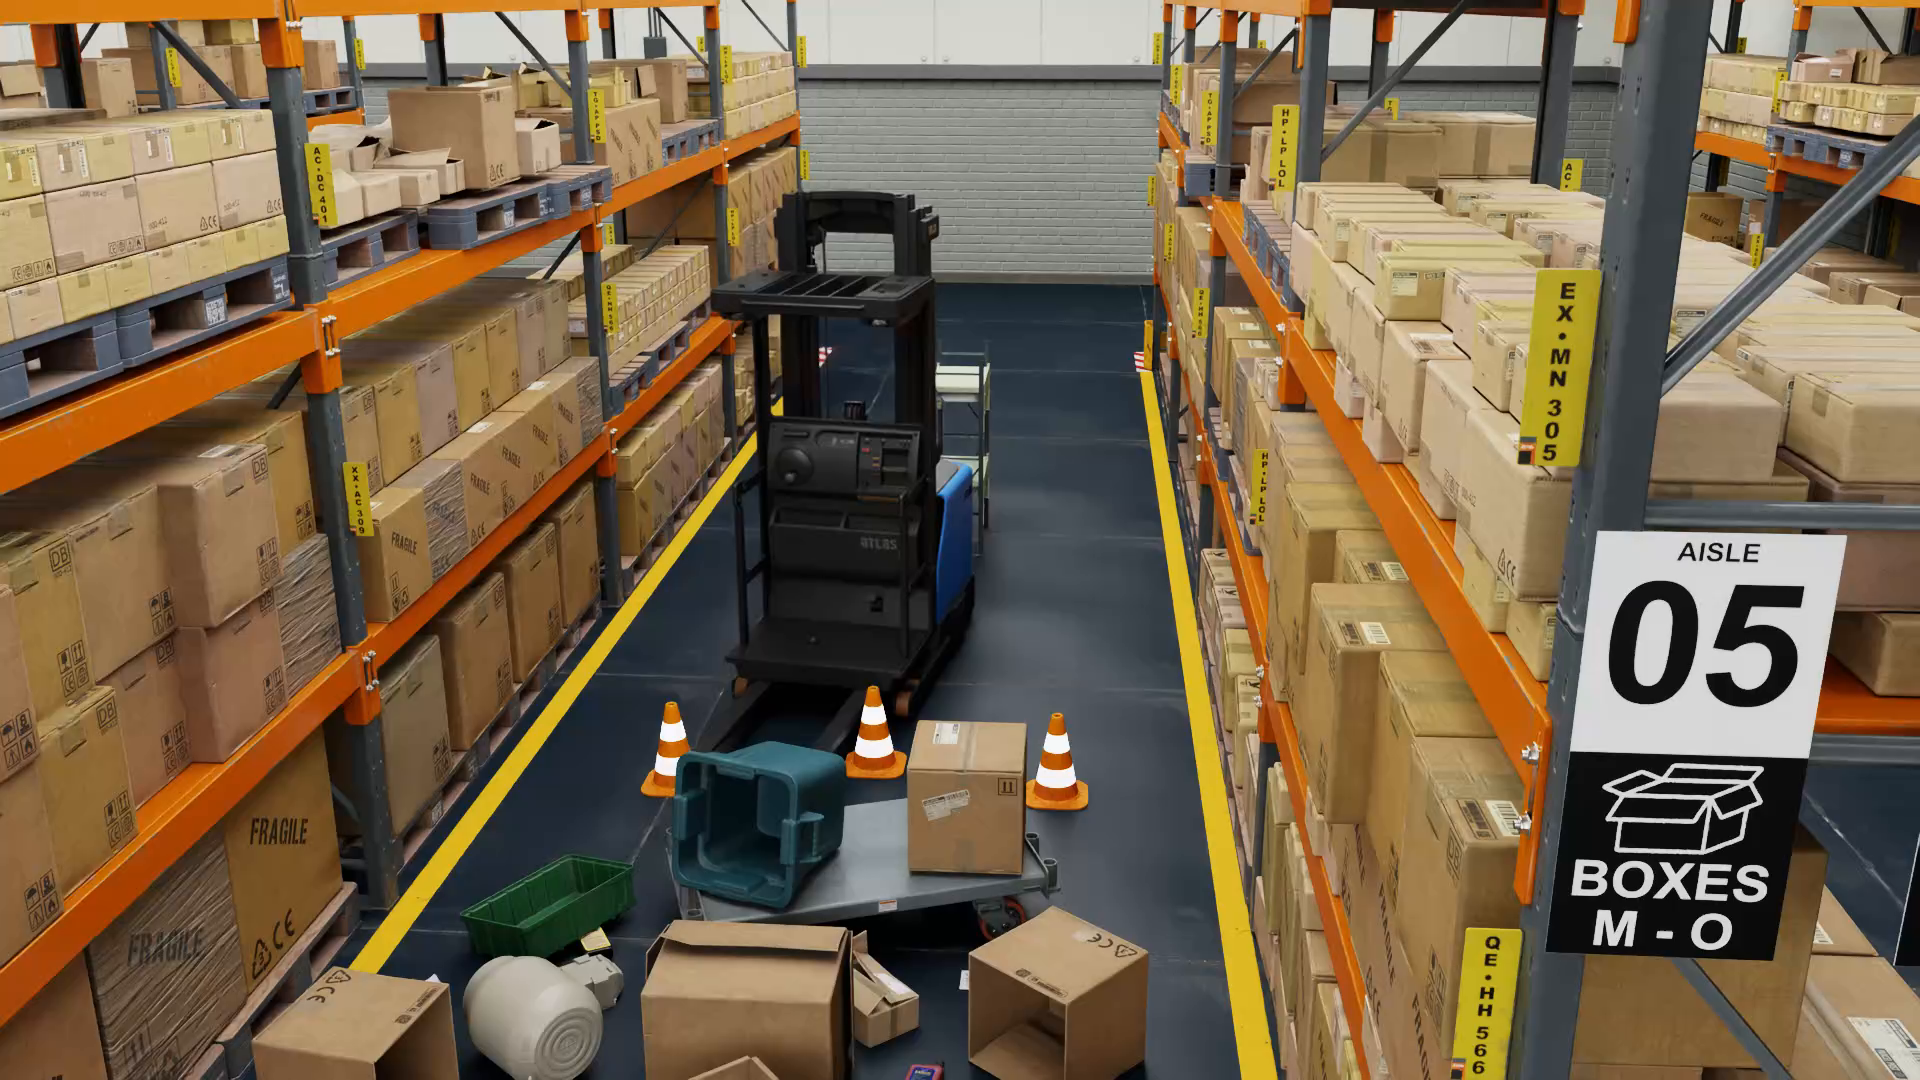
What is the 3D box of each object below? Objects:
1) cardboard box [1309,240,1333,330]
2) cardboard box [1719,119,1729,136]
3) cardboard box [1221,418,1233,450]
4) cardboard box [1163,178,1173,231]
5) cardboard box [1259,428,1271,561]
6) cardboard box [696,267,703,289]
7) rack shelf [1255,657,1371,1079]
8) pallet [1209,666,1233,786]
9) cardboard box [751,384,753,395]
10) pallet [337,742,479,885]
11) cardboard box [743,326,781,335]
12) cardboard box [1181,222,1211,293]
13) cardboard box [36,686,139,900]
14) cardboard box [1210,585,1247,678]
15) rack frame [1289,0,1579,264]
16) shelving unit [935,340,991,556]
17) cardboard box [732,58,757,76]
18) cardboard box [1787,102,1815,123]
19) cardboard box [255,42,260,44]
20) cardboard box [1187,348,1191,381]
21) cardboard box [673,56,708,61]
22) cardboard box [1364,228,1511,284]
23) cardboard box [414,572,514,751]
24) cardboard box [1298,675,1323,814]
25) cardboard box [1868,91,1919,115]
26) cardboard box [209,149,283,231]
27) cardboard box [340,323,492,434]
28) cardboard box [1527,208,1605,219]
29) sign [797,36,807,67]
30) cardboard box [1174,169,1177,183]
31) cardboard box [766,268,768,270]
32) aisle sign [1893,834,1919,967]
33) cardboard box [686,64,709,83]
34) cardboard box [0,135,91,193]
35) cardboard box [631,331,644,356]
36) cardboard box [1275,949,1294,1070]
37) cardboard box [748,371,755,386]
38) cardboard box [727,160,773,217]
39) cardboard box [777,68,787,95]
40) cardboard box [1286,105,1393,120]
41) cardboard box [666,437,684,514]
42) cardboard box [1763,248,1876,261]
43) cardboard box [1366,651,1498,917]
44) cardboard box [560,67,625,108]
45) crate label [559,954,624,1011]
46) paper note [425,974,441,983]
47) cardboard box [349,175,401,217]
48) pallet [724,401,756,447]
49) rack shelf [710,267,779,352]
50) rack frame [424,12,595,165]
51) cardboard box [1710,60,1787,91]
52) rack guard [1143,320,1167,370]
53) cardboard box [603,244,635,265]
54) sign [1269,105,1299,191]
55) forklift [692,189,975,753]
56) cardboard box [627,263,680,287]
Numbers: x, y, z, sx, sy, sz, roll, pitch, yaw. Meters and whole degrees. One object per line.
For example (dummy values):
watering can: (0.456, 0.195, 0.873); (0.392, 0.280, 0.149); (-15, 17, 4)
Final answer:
cardboard box: (1.484, -0.861, 5.679); (0.500, 0.250, 0.500); (1, 18, 3)
cardboard box: (7.192, -3.774, 15.208); (0.380, 0.149, 0.250); (2, 18, 6)
cardboard box: (1.735, -0.626, 9.746); (0.380, 0.149, 0.250); (1, 18, 4)
cardboard box: (2.264, -3.288, 16.373); (0.500, 0.500, 0.500); (1, 18, 4)
cardboard box: (1.621, -0.194, 7.384); (0.500, 0.500, 0.500); (1, 18, 3)
cardboard box: (-2.404, -2.232, 14.169); (0.380, 0.149, 0.250); (1, 18, 4)
rack shelf: (1.673, 1.307, 5.274); (1.077, 0.370, 4.000); (1, 18, 4)
pallet: (1.956, 1.047, 9.389); (1.003, 0.211, 1.213); (1, 18, 4)
cardboard box: (-2.270, -1.496, 16.576); (0.380, 0.149, 0.250); (1, 18, 2)
pallet: (-3.148, 1.348, 8.470); (1.003, 0.211, 1.213); (1, 18, 4)
cardboard box: (-2.102, -2.181, 17.710); (0.380, 0.149, 0.250); (1, 18, 2)
cardboard box: (2.024, -2.219, 13.112); (0.500, 0.500, 0.500); (1, 18, 3)
cardboard box: (-3.254, 0.811, 5.389); (0.875, 0.550, 0.500); (1, 18, 4)
cardboard box: (2.008, 0.555, 9.958); (0.950, 0.372, 0.625); (1, 18, 3)
rack frame: (1.817, -2.507, 6.123); (1.000, 3.000, 0.127); (1, 18, 4)
shelving unit: (0.000, -0.711, 12.683); (0.431, 1.500, 0.755); (1, 18, 4)
cardboard box: (-2.150, -4.494, 15.800); (0.380, 0.149, 0.250); (2, 18, 7)
cardboard box: (6.870, -3.421, 13.298); (0.380, 0.149, 0.250); (1, 18, 5)
cardboard box: (-7.341, -4.828, 17.028); (0.700, 0.500, 0.500); (0, 18, 0)
cardboard box: (1.954, -1.305, 12.331); (0.500, 0.250, 0.500); (1, 18, 3)
cardboard box: (-2.659, -4.666, 16.328); (0.380, 0.149, 0.250); (2, 18, 6)
cardboard box: (1.430, -0.845, 4.991); (0.380, 0.149, 0.250); (1, 18, 3)
cardboard box: (-3.100, 0.640, 9.092); (1.050, 0.750, 0.750); (1, 18, 4)
cardboard box: (1.445, 0.597, 5.645); (0.500, 0.500, 0.500); (1, 18, 3)
cardboard box: (6.831, -3.163, 12.033); (0.380, 0.149, 0.250); (1, 18, 4)
cardboard box: (-2.907, -1.320, 6.244); (0.500, 0.250, 0.500); (1, 18, 3)
cardboard box: (-2.989, -0.886, 9.044); (0.700, 0.500, 0.500); (1, 18, 3)
cardboard box: (2.074, -0.993, 5.443); (0.380, 0.149, 0.250); (2, 18, 6)
sign: (-1.716, -5.290, 18.011); (0.100, 0.325, 0.005); (1, 18, 4)
cardboard box: (2.249, -3.470, 15.889); (0.380, 0.149, 0.250); (1, 18, 3)
cardboard box: (-2.189, -2.837, 17.169); (0.380, 0.149, 0.250); (1, 18, 2)
aisle sign: (1.835, 0.377, 2.781); (0.394, 0.787, 0.004); (1, 18, 4)
cardboard box: (-2.292, -4.086, 14.557); (0.380, 0.149, 0.250); (1, 18, 3)
cardboard box: (-2.927, -1.155, 5.101); (0.380, 0.149, 0.250); (1, 18, 3)
cardboard box: (-2.552, -1.444, 12.240); (0.380, 0.149, 0.250); (2, 18, 6)
cardboard box: (1.478, 1.794, 6.373); (0.500, 0.250, 0.500); (2, 18, 7)
cardboard box: (-2.234, -1.638, 16.530); (0.380, 0.149, 0.250); (2, 18, 6)
cardboard box: (-2.152, -3.495, 16.529); (0.500, 0.500, 0.500); (1, 18, 2)
cardboard box: (-2.082, -4.747, 17.213); (0.500, 0.250, 0.500); (1, 18, 2)
cardboard box: (1.782, -1.948, 7.997); (0.500, 0.250, 0.500); (2, 18, 5)
cardboard box: (-2.471, -0.519, 13.031); (0.500, 0.500, 0.500); (1, 18, 3)
cardboard box: (7.083, -2.133, 13.781); (0.700, 0.500, 0.500); (2, 18, 5)
cardboard box: (1.392, 0.601, 4.027); (0.700, 0.500, 0.500); (1, 18, 4)
cardboard box: (-2.500, -3.094, 11.342); (0.396, 0.266, 0.258); (1, 18, 4)
crate label: (-1.578, 1.868, 7.002); (0.298, 0.136, 0.250); (-13, 22, -34)
paper note: (-2.273, 1.904, 7.062); (0.147, 0.020, 0.142); (-13, 22, -34)
cardboard box: (-2.806, -1.605, 7.756); (0.250, 0.149, 0.380); (1, 18, 4)
pallet: (-2.542, -1.104, 15.955); (1.003, 0.211, 1.213); (1, 18, 4)
rack shelf: (-2.411, -2.500, 16.889); (1.077, 0.370, 4.000); (1, 18, 4)
rack frame: (-2.841, -3.829, 10.156); (1.000, 3.000, 0.127); (1, 18, 4)
cardboard box: (7.210, -4.242, 15.194); (0.500, 0.250, 0.500); (2, 18, 5)
rack guard: (2.679, -2.203, 18.843); (1.175, 0.500, 0.348); (1, 18, 4)
cardboard box: (-3.041, -2.471, 14.421); (0.380, 0.149, 0.250); (2, 18, 7)
sign: (1.263, -1.526, 6.483); (0.100, 0.325, 0.005); (1, 18, 4)
forklift: (-0.739, -0.478, 9.676); (1.130, 2.935, 3.031); (4, 19, 13)
cardboard box: (-2.467, -2.133, 13.388); (0.380, 0.149, 0.250); (1, 18, 2)
